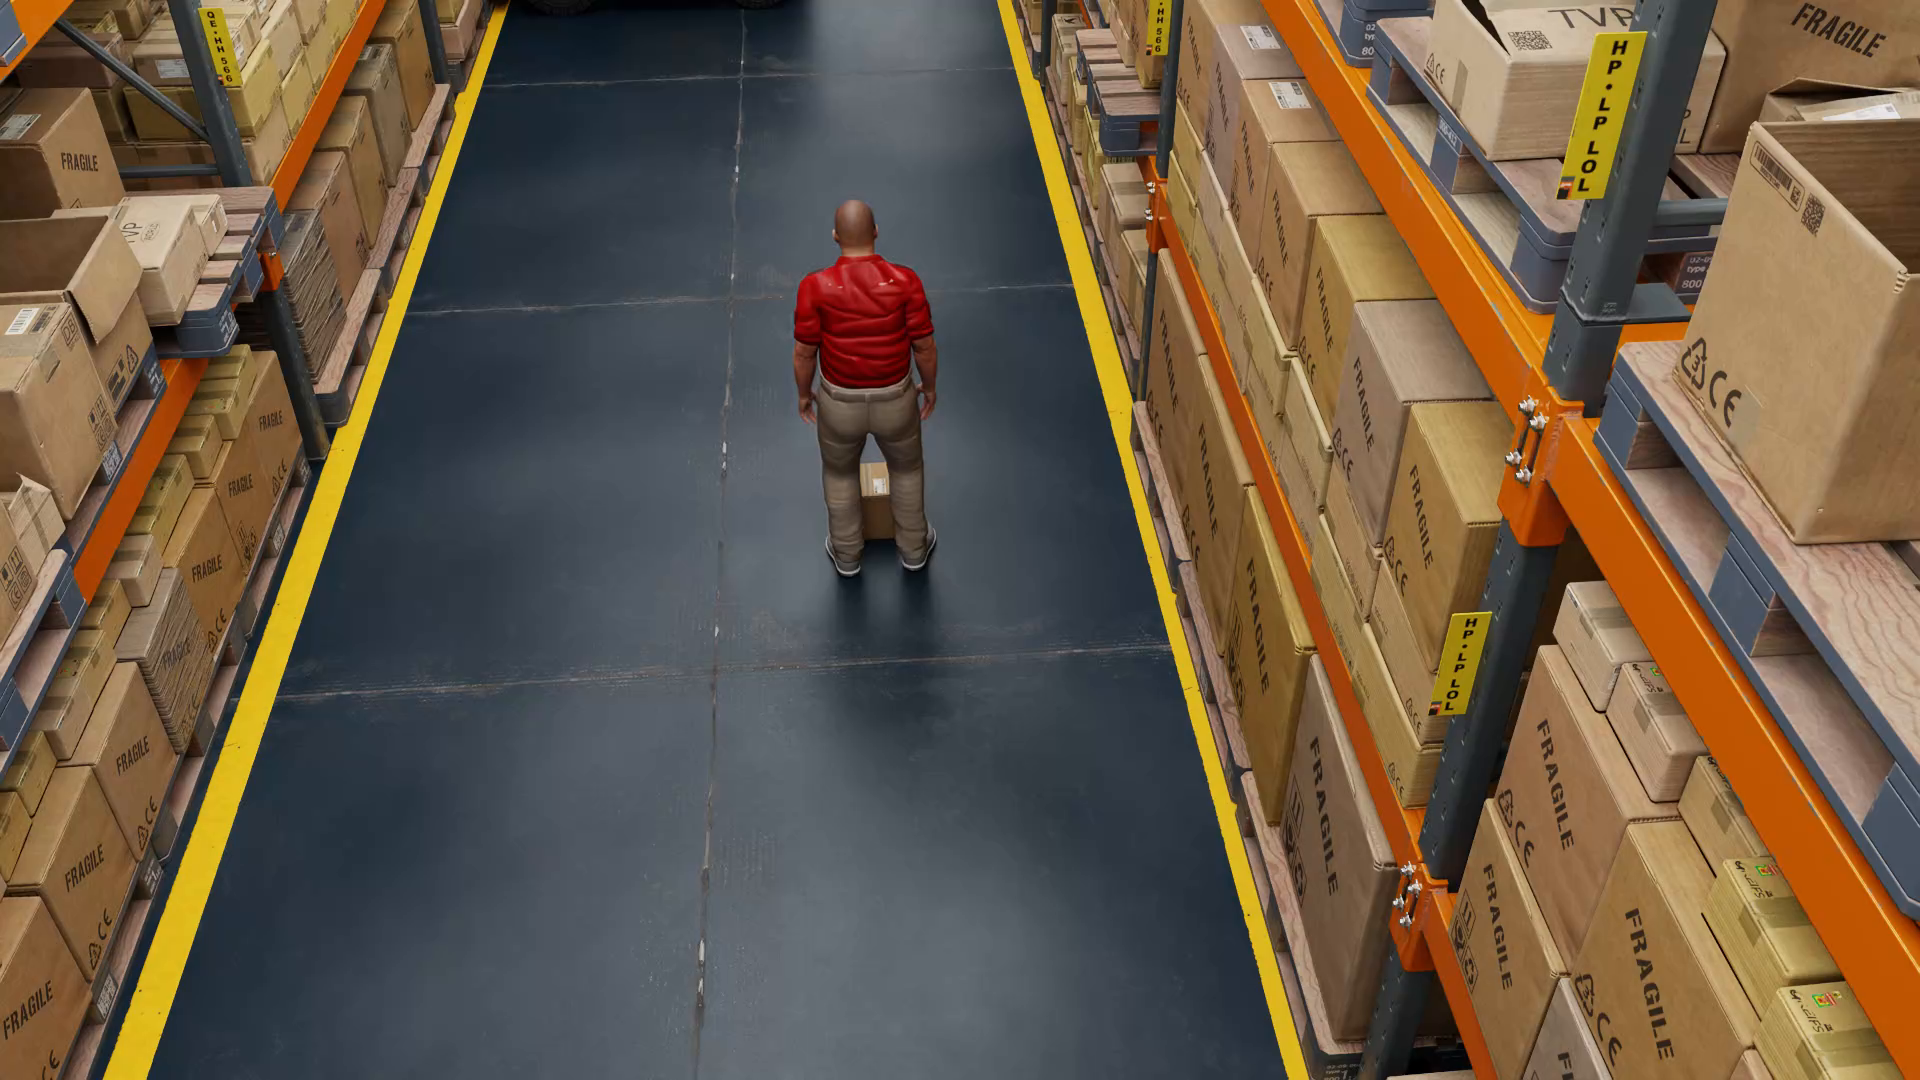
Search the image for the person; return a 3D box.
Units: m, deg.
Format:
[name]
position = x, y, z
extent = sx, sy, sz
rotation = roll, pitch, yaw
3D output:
[person]
position = -0.385, -0.596, 6.904
extent = 0.586, 1.727, 0.393
rotation = -3, 39, -4
